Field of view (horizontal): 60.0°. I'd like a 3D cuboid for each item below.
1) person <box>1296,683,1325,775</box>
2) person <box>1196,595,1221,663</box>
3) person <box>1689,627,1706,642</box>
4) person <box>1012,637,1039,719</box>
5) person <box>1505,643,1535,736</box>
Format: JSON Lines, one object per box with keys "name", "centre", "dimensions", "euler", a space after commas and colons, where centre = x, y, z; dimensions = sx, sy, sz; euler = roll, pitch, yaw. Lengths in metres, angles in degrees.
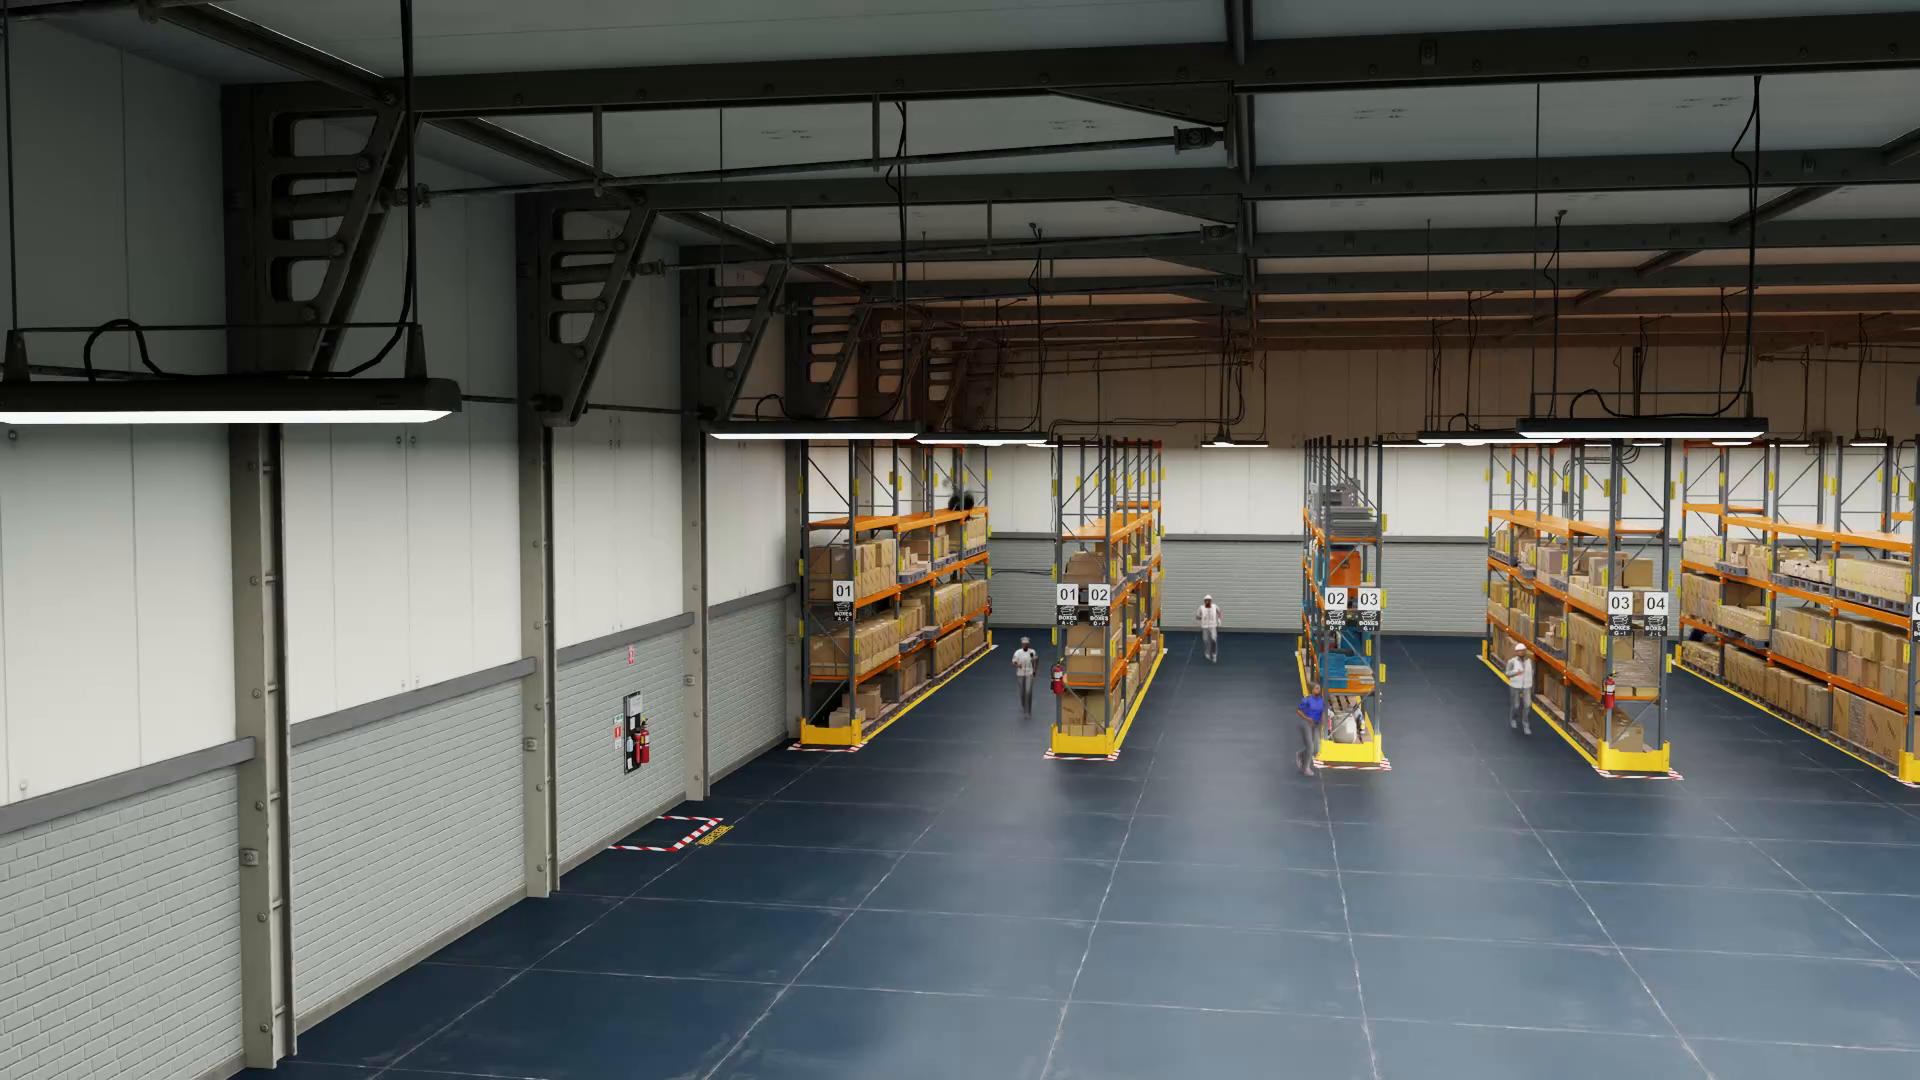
{"name": "person", "centre": [6.236, 3.335, 29.569], "dimensions": [0.593, 1.602, 0.613], "euler": [-1, 3, -24]}
{"name": "person", "centre": [6.716, 2.403, 44.989], "dimensions": [0.670, 1.833, 0.779], "euler": [0, 3, 7]}
{"name": "person", "centre": [20.281, 2.467, 45.658], "dimensions": [0.497, 1.602, 0.671], "euler": [3, 4, 44]}
{"name": "person", "centre": [1.385, 2.952, 35.797], "dimensions": [0.540, 1.757, 0.767], "euler": [0, 3, 6]}
{"name": "person", "centre": [11.353, 2.997, 33.663], "dimensions": [0.650, 1.805, 0.826], "euler": [0, 3, 4]}
